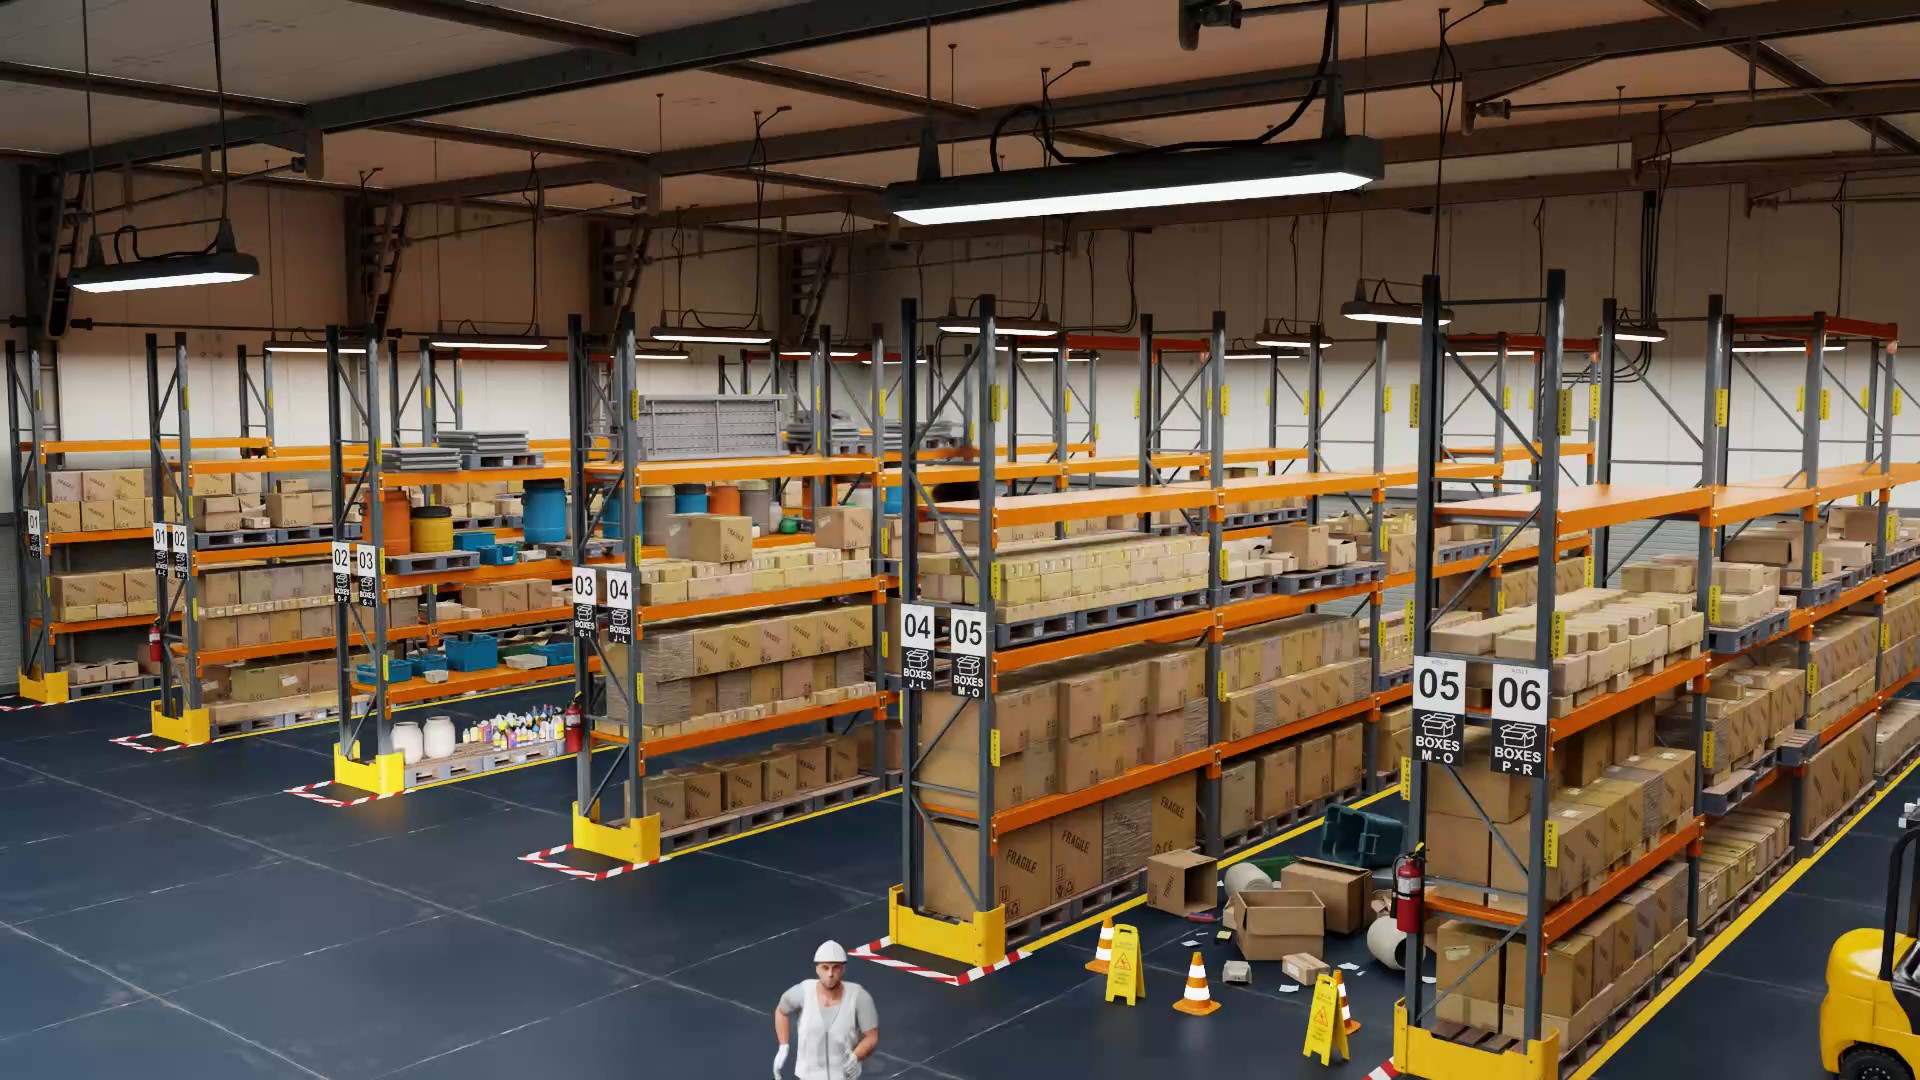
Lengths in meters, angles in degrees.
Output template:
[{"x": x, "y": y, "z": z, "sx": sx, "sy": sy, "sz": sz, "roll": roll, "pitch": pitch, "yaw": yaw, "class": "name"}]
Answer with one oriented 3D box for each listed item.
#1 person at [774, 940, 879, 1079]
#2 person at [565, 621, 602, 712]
[{"x": -0.823, "y": 3.351, "z": 10.294, "sx": 0.648, "sy": 1.775, "sz": 0.786, "roll": -1, "pitch": 5, "yaw": -9, "class": "person"}, {"x": -6.075, "y": 1.860, "z": 26.890, "sx": 0.661, "sy": 1.769, "sz": 0.936, "roll": 3, "pitch": 6, "yaw": 31, "class": "person"}]
